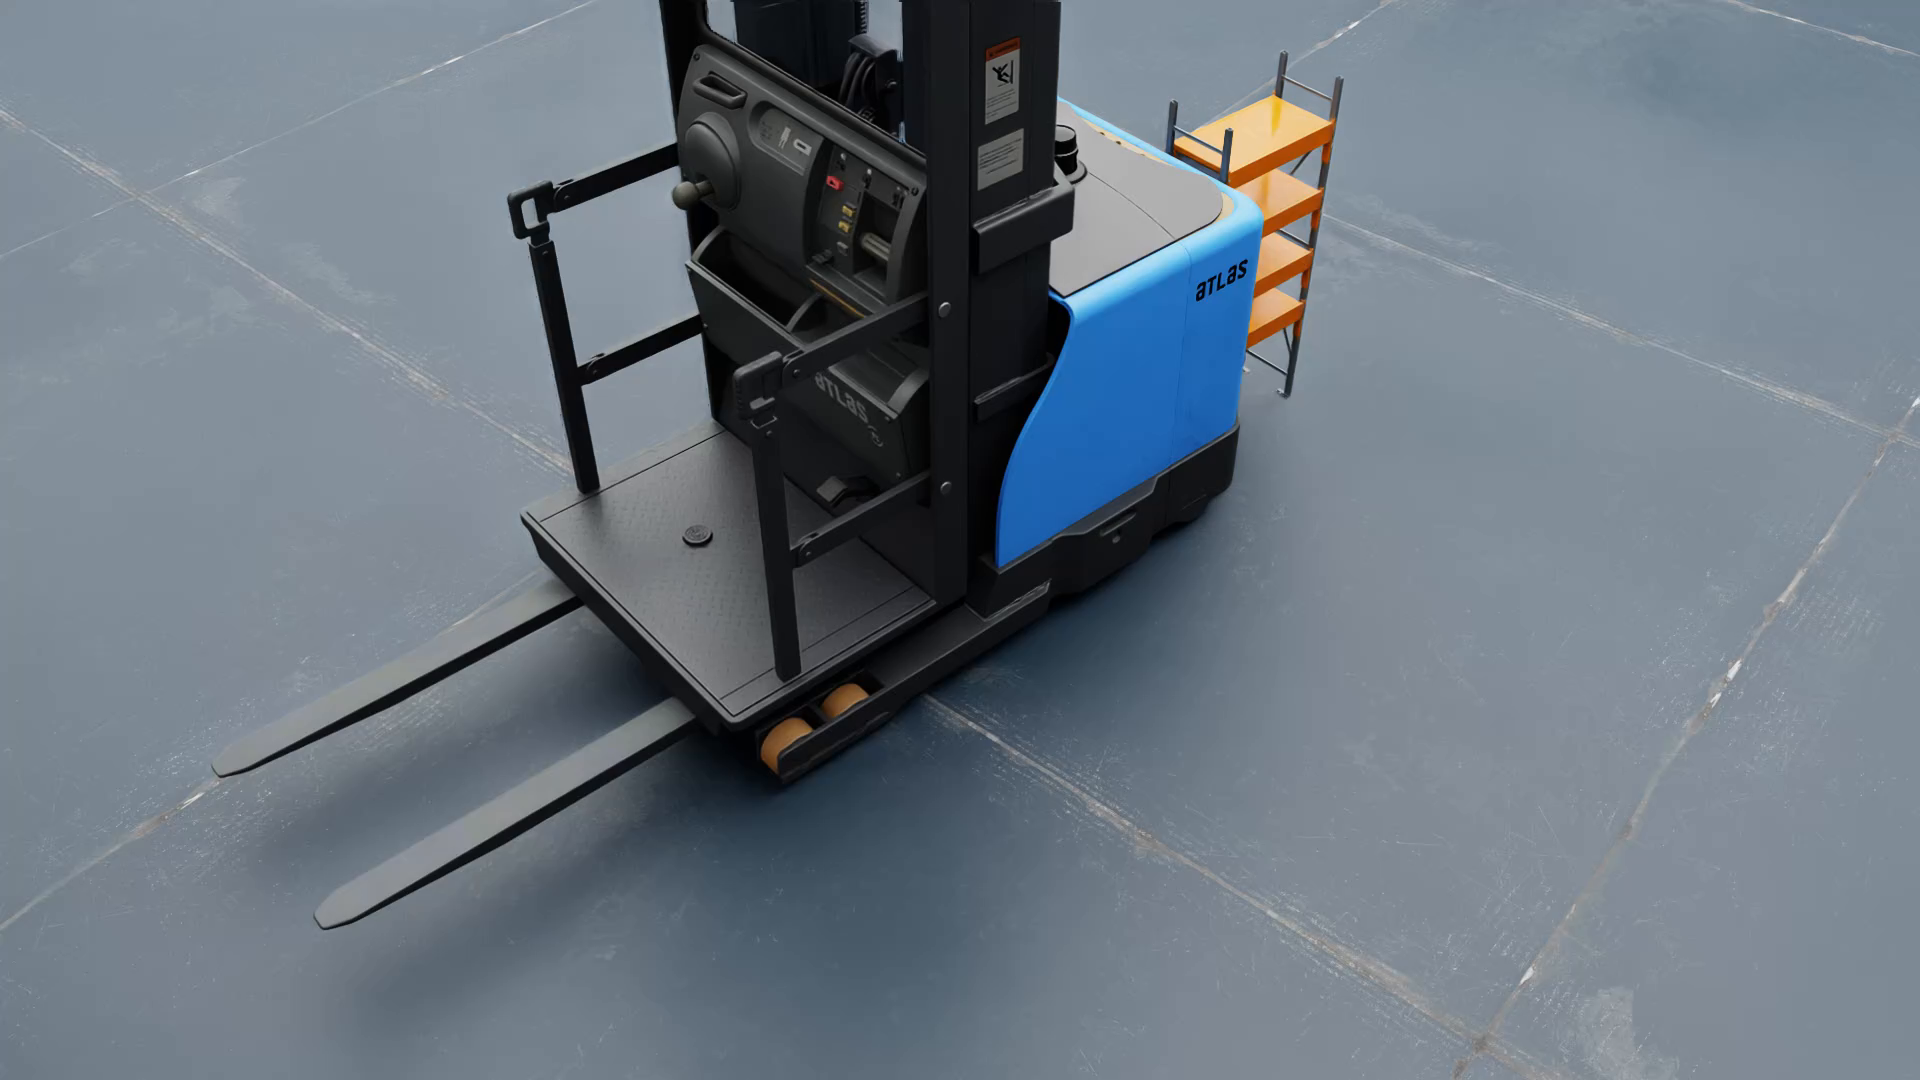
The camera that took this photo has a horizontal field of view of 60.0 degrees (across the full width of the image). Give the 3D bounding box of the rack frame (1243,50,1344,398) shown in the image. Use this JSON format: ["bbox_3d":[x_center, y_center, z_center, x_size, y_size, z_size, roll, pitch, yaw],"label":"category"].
[{"bbox_3d":[1.070,-1.003,5.461,0.015,1.200,0.240,-30,50,-29],"label":"rack frame"}]

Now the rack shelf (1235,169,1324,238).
[{"bbox_3d":[0.885,-1.012,5.238,0.480,0.148,0.258,-30,50,-29],"label":"rack shelf"}]

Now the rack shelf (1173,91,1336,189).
[{"bbox_3d":[0.885,-1.187,5.079,0.480,0.148,0.258,-30,50,-29],"label":"rack shelf"}]

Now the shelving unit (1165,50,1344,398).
[{"bbox_3d":[0.885,-0.896,5.343,0.503,1.200,0.258,-30,50,-29],"label":"shelving unit"}]

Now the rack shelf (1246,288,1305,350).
[{"bbox_3d":[0.885,-0.699,5.522,0.480,0.148,0.258,-30,50,-29],"label":"rack shelf"}]

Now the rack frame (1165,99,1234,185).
[{"bbox_3d":[0.700,-0.789,5.226,0.015,1.200,0.240,-30,50,-29],"label":"rack frame"}]

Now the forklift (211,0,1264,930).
[{"bbox_3d":[-0.567,-0.836,3.991,3.031,2.935,1.130,-30,50,-29],"label":"forklift"}]

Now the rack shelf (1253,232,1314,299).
[{"bbox_3d":[0.885,-0.846,5.389,0.480,0.148,0.258,-30,50,-29],"label":"rack shelf"}]
